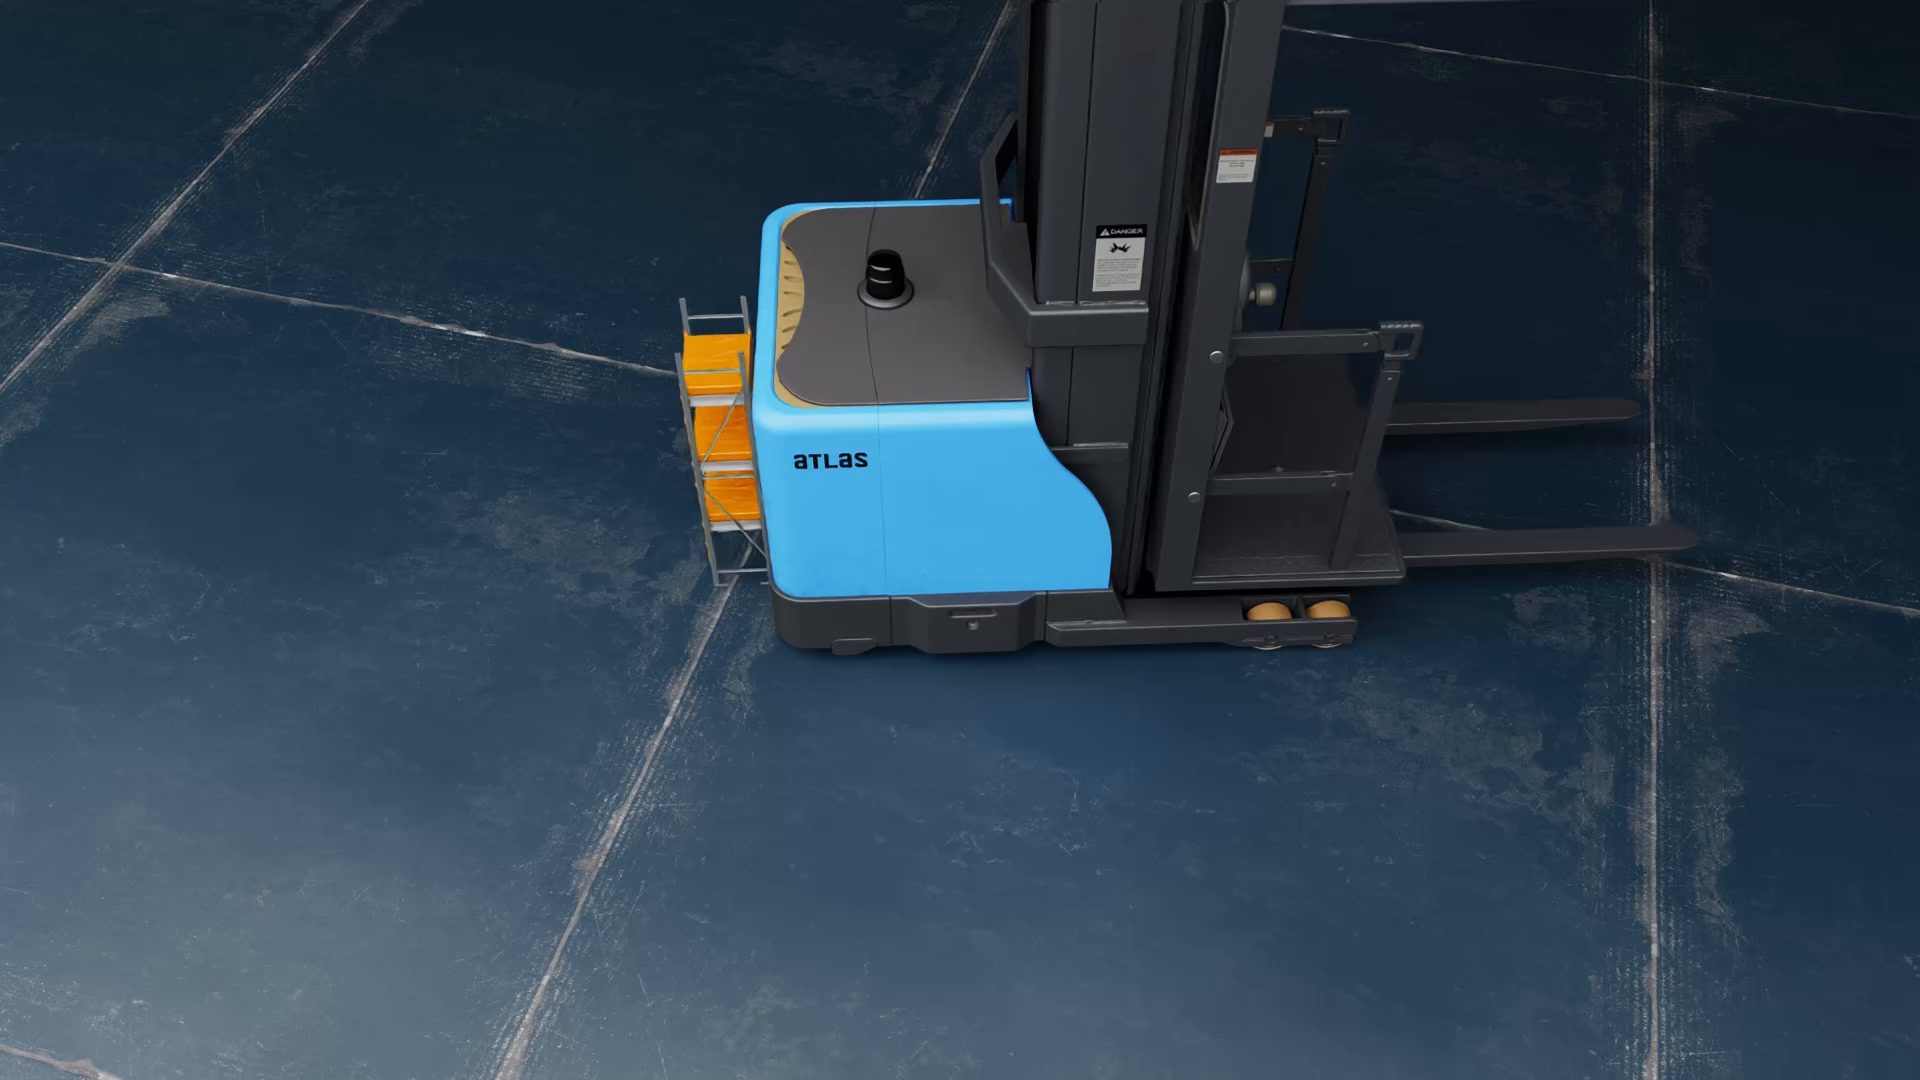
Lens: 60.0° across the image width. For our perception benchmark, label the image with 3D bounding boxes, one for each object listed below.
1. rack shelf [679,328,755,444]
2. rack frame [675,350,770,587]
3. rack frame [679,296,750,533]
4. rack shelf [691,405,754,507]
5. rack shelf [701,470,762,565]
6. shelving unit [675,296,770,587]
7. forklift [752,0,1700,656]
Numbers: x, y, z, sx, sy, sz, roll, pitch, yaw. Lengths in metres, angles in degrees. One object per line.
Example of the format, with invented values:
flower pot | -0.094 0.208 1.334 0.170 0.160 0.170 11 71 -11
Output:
rack shelf | -0.735 -0.469 5.099 0.215 0.259 0.240 -2 49 -2
rack frame | -0.728 -0.197 5.224 0.200 1.050 0.008 -2 49 -2
rack frame | -0.742 -0.379 5.385 0.200 1.050 0.008 -2 49 -2
rack shelf | -0.735 -0.281 5.312 0.215 0.259 0.240 -2 49 -2
rack shelf | -0.735 -0.097 5.520 0.215 0.259 0.240 -2 49 -2
shelving unit | -0.735 -0.288 5.304 0.215 1.050 0.252 -2 49 -2
forklift | 0.896 -1.010 4.687 3.031 2.935 1.130 -2 49 -2
